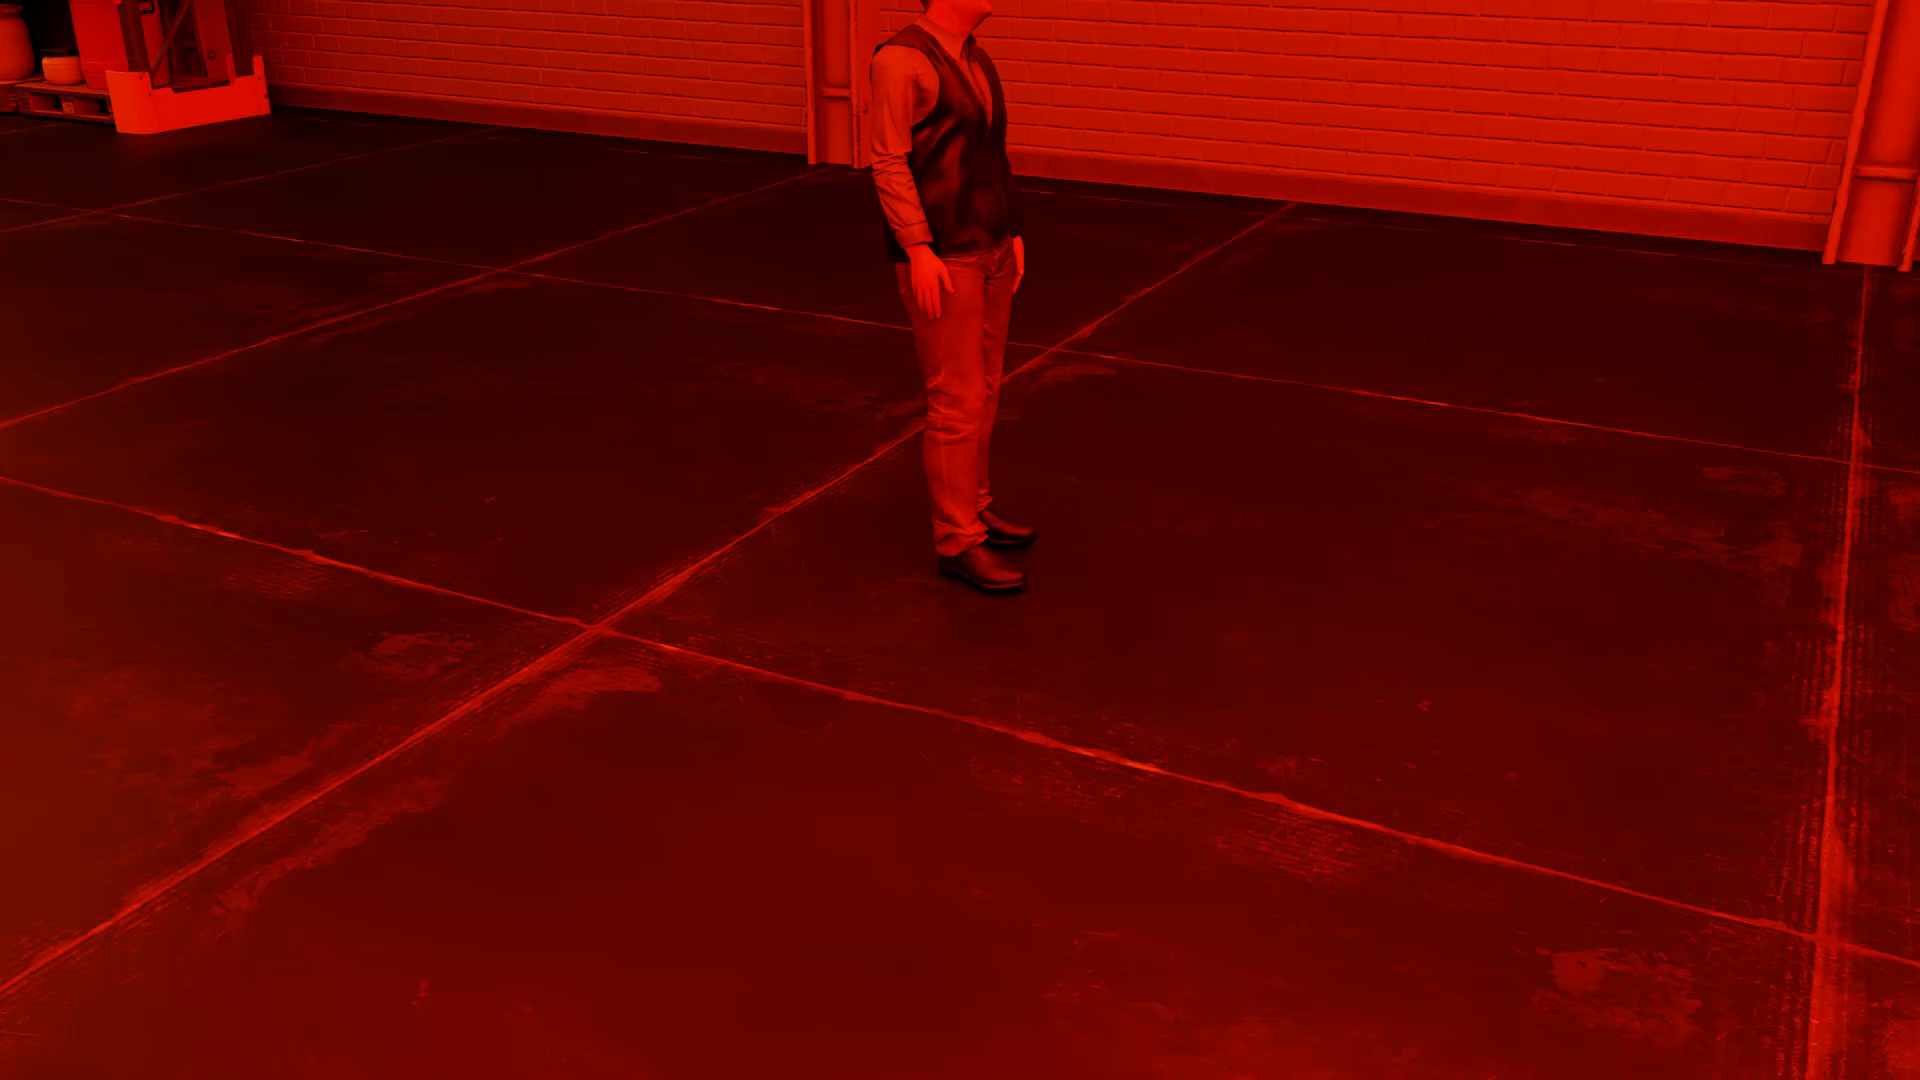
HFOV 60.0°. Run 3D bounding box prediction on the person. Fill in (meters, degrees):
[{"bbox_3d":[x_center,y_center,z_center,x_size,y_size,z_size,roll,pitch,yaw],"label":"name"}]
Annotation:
[{"bbox_3d":[0.051,-0.786,4.695,0.568,1.720,0.632,11,25,25],"label":"person"}]
